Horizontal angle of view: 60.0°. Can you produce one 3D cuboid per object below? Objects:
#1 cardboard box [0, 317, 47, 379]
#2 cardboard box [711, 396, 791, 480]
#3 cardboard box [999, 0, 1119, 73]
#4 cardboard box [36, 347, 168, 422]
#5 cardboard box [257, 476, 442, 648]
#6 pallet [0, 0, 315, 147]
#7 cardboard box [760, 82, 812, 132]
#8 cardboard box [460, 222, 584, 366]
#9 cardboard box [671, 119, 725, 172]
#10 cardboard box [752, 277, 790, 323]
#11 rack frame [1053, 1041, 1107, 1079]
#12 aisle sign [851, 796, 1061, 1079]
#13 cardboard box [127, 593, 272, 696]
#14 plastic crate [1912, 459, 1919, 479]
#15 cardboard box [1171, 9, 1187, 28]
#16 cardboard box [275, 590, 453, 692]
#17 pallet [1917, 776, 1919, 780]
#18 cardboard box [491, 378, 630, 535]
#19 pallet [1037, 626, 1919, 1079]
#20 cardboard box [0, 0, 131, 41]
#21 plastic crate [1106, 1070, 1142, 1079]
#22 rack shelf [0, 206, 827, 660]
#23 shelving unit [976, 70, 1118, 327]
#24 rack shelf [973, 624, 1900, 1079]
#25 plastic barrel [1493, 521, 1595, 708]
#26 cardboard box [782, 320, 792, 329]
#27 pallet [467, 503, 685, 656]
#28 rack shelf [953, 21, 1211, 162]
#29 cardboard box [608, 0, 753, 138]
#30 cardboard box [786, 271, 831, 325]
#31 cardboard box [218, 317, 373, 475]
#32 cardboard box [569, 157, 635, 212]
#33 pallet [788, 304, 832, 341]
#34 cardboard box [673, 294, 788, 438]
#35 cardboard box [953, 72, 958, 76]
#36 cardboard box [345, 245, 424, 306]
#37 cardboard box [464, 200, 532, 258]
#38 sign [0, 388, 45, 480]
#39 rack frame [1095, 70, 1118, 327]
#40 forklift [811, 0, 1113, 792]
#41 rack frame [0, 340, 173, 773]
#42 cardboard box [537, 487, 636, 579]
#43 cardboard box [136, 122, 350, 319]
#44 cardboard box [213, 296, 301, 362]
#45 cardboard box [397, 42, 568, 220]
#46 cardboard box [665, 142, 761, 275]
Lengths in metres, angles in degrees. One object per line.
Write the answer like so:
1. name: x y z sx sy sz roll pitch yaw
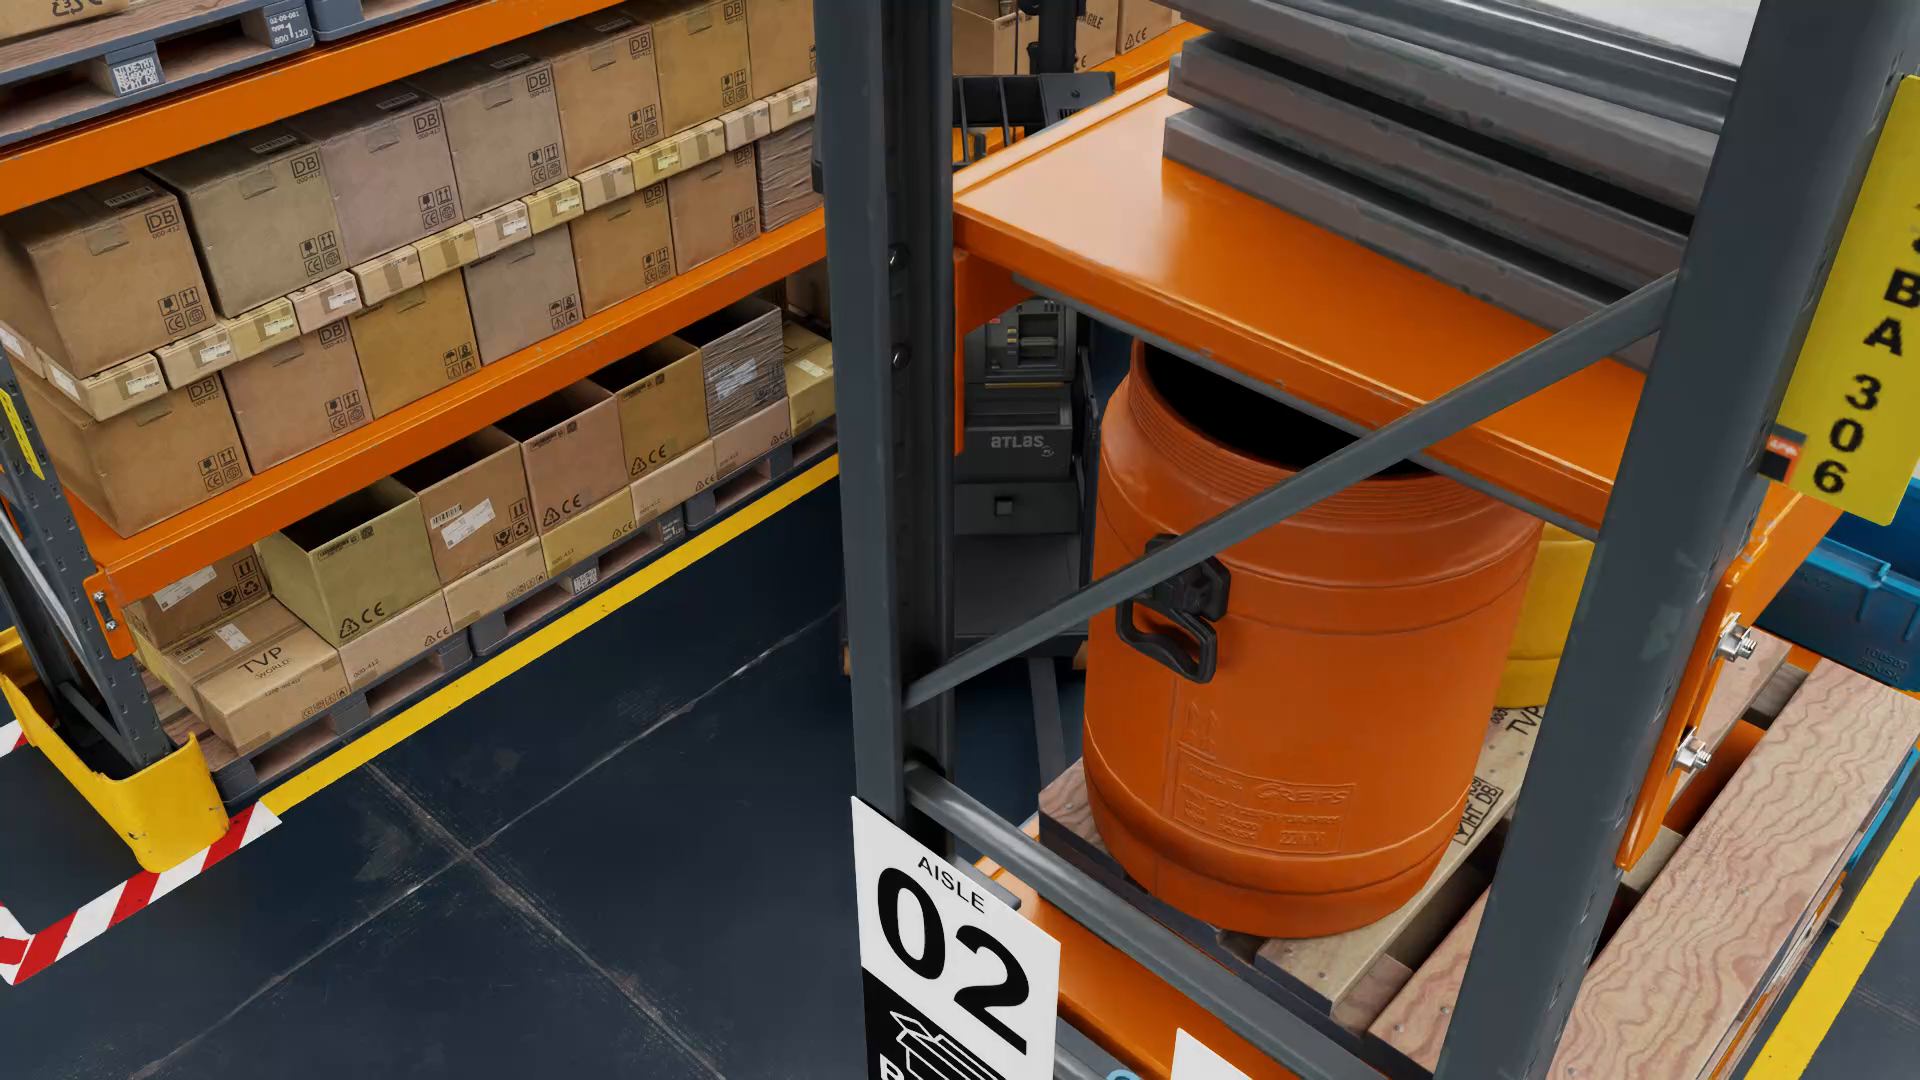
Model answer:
1. cardboard box: -3.281 -0.755 5.972 0.380 0.149 0.250 29 47 31
2. cardboard box: -1.195 -0.602 8.252 0.500 0.250 0.500 30 47 32
3. cardboard box: 0.524 -2.902 9.192 0.500 0.500 0.500 30 47 32
4. cardboard box: -2.974 -0.590 5.763 0.380 0.149 0.250 29 47 32
5. cardboard box: -2.536 0.028 6.857 0.500 0.500 0.500 30 47 32
6. pallet: -2.902 -1.660 5.372 1.003 0.211 1.213 30 47 32
7. cardboard box: -0.893 -2.010 7.549 0.380 0.149 0.250 29 47 31
8. cardboard box: -2.031 -1.167 7.011 0.700 0.500 0.500 31 48 33
9. cardboard box: -1.244 -1.767 7.244 0.380 0.149 0.250 30 47 32
10. cardboard box: -1.243 -1.344 8.584 0.500 0.500 0.500 30 47 32
11. rack frame: 0.256 1.875 3.266 1.000 3.000 0.127 30 47 32
12. aisle sign: -0.012 0.766 2.572 0.394 0.787 0.004 30 47 32
13. cardboard box: -3.254 0.335 7.074 0.500 0.250 0.500 30 47 32
14. plastic crate: 2.170 -0.126 3.584 0.243 0.136 0.396 30 47 32
15. cardboard box: 1.180 -3.174 9.817 0.250 0.149 0.380 -30 48 -32
16. cardboard box: -2.537 0.321 7.092 0.500 0.250 0.500 30 47 32
17. pallet: 3.456 0.752 6.919 1.003 0.211 1.213 30 47 32
18. cardboard box: -1.858 -0.429 7.433 0.500 0.500 0.500 30 47 32
19. pallet: 0.886 0.436 2.817 1.003 0.211 1.213 30 47 32
20. cardboard box: -3.007 -1.903 5.073 0.637 0.503 0.797 -31 48 -33
21. plastic crate: 0.373 1.578 3.759 0.499 0.251 0.616 30 47 32
22. rack shelf: -2.049 -0.844 7.263 1.077 0.370 4.000 30 47 32
23. shelving unit: 0.619 -1.533 8.753 0.538 1.500 1.048 29 47 32
24. rack shelf: 1.605 0.064 3.711 1.077 0.370 4.000 30 47 32
25. plastic barrel: 0.931 -0.114 2.868 0.600 0.588 0.600 0 38 0
26. cardboard box: -1.236 -1.047 8.812 0.500 0.250 0.500 30 47 32
27. pallet: -2.090 -0.042 7.917 1.003 0.211 1.213 30 47 32
28. rack shelf: 0.650 -2.682 9.574 1.077 0.370 4.000 30 47 32
29. cardboard box: -1.334 -2.152 7.207 0.700 0.500 0.500 30 47 32
30. cardboard box: -0.634 -1.445 9.312 0.500 0.250 0.500 29 47 31
31. cardboard box: -2.723 -0.698 6.421 0.700 0.500 0.500 31 48 33
32. cardboard box: -1.582 -1.540 6.958 0.380 0.149 0.250 31 48 33
33. pallet: -0.231 -1.308 9.509 1.003 0.211 1.213 30 47 32
34. cardboard box: -1.197 -0.896 8.020 0.500 0.500 0.500 30 47 32
35. cardboard box: -0.242 -2.473 8.841 0.396 0.266 0.258 28 47 31
36. cardboard box: -2.279 -1.065 6.361 0.380 0.149 0.250 28 46 31
37. cardboard box: -1.937 -1.295 6.651 0.380 0.149 0.250 30 47 32
38. sign: -2.992 -0.341 5.293 0.100 0.325 0.005 30 47 32
39. rack frame: 0.962 -1.767 9.047 0.500 1.500 0.032 29 47 32
40. forklift: 0.022 -0.759 6.633 1.130 2.935 3.031 -1 39 -2
41. rack frame: -3.398 -0.207 5.883 1.000 3.000 0.127 30 47 32
42. cardboard box: -1.859 -0.136 7.667 0.500 0.250 0.500 30 47 32
43. cardboard box: -2.687 -1.231 6.049 0.700 0.500 0.500 28 46 31
44. cardboard box: -2.629 -0.826 6.061 0.380 0.149 0.250 30 47 32
45. cardboard box: -2.010 -1.693 6.630 0.700 0.500 0.500 30 47 32
46. cardboard box: -1.345 -1.632 7.595 0.700 0.500 0.500 29 47 31
